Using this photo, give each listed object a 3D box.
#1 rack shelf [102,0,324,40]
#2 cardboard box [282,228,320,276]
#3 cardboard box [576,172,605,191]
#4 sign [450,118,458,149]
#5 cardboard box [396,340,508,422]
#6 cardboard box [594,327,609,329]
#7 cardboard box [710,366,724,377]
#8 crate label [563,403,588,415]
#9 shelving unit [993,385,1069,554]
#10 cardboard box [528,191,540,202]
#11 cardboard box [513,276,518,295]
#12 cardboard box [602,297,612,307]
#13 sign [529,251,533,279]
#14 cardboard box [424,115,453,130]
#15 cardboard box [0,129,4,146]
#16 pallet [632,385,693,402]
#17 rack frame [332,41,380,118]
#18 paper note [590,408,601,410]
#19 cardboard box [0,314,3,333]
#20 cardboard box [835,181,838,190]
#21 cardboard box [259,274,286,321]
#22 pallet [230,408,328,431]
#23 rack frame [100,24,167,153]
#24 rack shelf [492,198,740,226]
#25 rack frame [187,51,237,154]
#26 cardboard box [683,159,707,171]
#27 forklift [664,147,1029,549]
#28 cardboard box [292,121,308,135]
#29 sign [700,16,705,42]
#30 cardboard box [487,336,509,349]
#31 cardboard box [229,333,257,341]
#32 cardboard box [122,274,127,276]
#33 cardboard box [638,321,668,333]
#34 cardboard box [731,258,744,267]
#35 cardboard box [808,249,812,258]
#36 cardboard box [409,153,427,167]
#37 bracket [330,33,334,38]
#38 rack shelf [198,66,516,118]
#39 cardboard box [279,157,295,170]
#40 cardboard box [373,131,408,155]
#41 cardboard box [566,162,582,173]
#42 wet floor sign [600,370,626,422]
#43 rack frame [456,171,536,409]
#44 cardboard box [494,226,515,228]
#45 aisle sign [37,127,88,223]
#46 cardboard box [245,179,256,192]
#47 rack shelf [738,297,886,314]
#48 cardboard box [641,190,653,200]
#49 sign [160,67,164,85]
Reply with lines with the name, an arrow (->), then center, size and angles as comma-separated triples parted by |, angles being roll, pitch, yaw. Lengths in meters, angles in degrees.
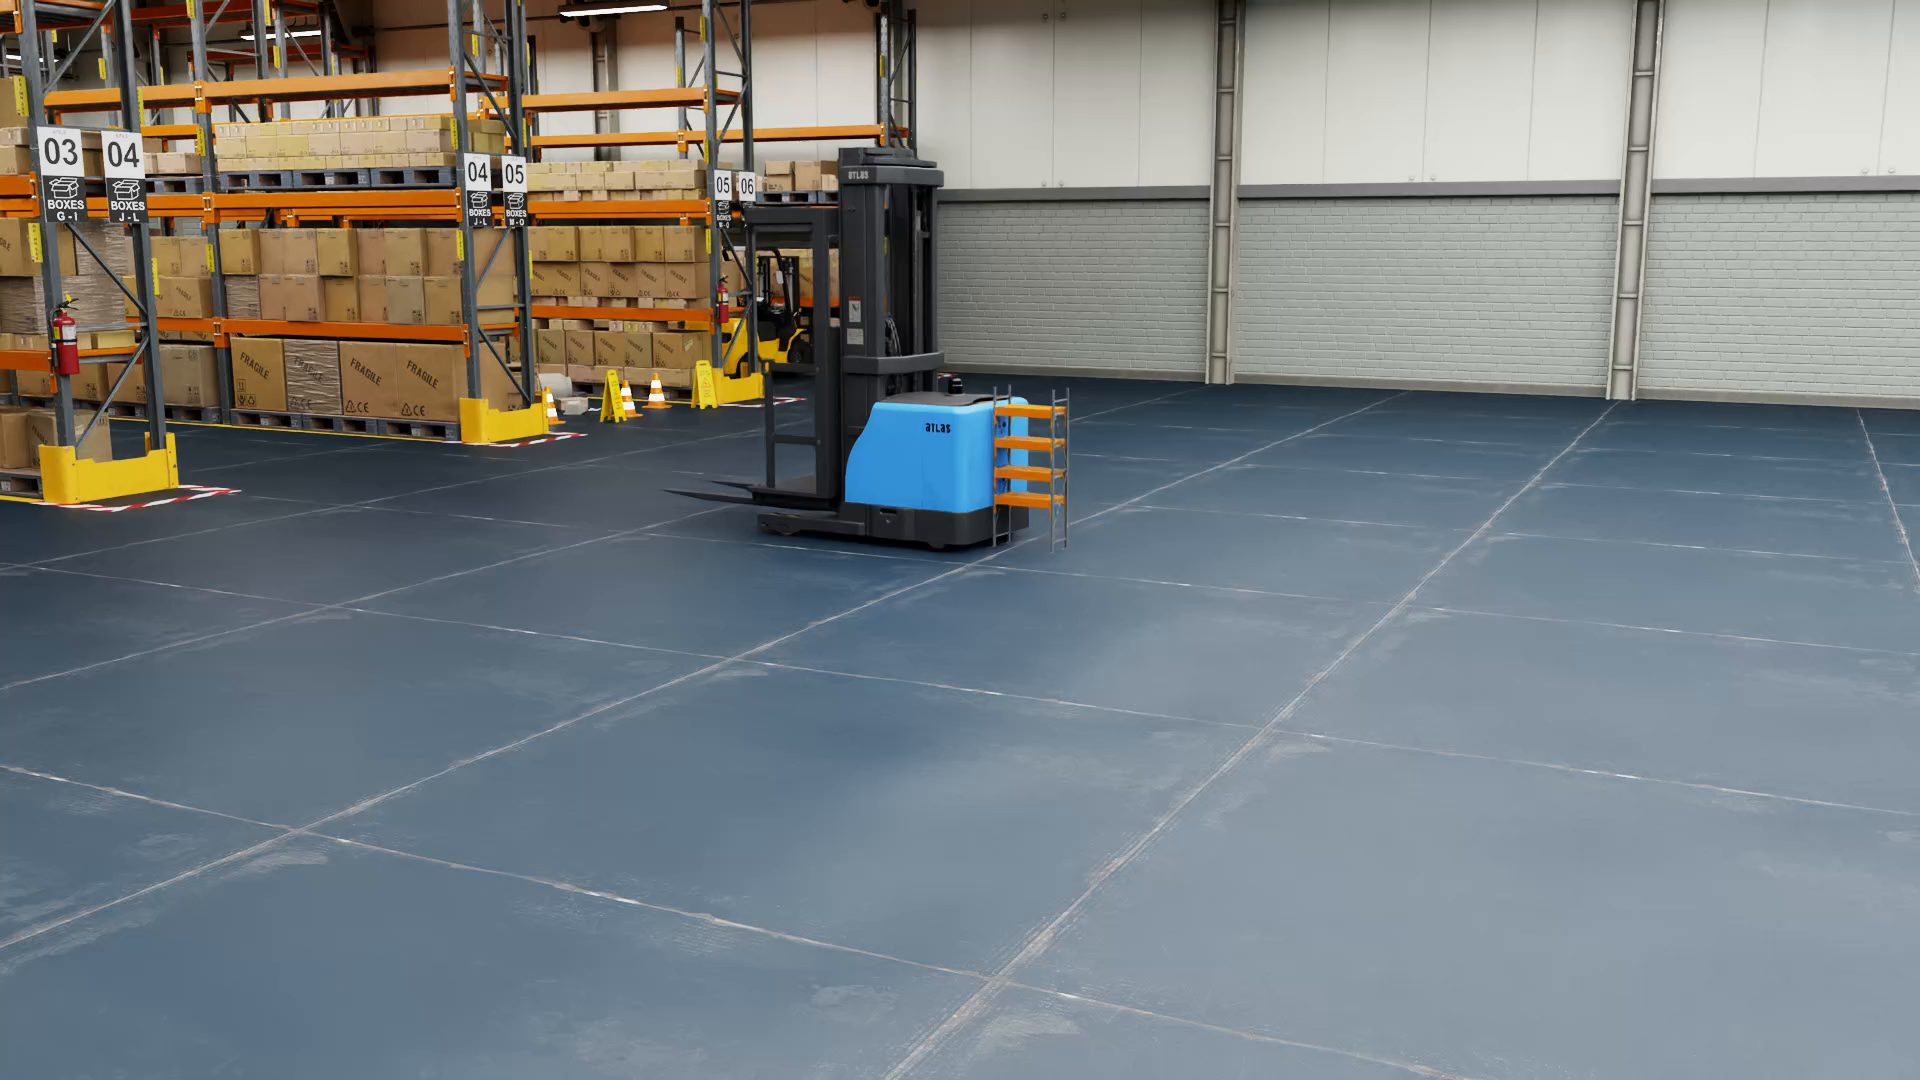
rack shelf -> -12.160, -8.488, 27.047 | 4.000, 0.370, 1.077 | 5, 11, 26
cardboard box -> -7.595, -3.464, 19.995 | 0.550, 0.550, 0.875 | 5, 11, 26
cardboard box -> -5.142, -5.131, 23.823 | 0.500, 0.250, 0.500 | 5, 11, 26
sign -> -5.544, -4.455, 18.235 | 0.005, 0.325, 0.100 | 5, 11, 26
cardboard box -> -5.929, -1.872, 19.436 | 0.875, 0.875, 0.875 | 5, 11, 26
cardboard box -> -5.215, -2.920, 24.879 | 0.500, 0.500, 0.500 | 6, 12, 29
cardboard box -> -3.793, -2.427, 24.262 | 0.500, 0.250, 0.500 | 5, 11, 25
crate label -> -5.067, -1.733, 21.923 | 0.298, 0.136, 0.250 | -1, 10, -4
shelving unit -> 0.521, -0.526, 12.267 | 0.503, 1.200, 0.258 | 6, 12, 31
cardboard box -> -6.127, -5.039, 24.430 | 0.250, 0.149, 0.380 | 5, 11, 26
cardboard box -> -6.508, -3.898, 24.728 | 0.500, 0.500, 0.500 | 5, 11, 26
cardboard box -> -4.984, -3.461, 24.138 | 0.250, 0.149, 0.380 | 5, 11, 26
sign -> -5.040, -3.221, 19.450 | 0.005, 0.325, 0.100 | 5, 11, 26
cardboard box -> -5.744, -4.641, 18.532 | 0.250, 0.149, 0.380 | 5, 11, 26
cardboard box -> -8.145, -3.493, 14.487 | 0.250, 0.149, 0.380 | 5, 11, 24
pallet -> -3.973, -2.170, 24.125 | 1.213, 0.211, 1.003 | 5, 11, 26
rack frame -> -11.760, -8.157, 32.531 | 0.127, 3.000, 1.000 | 5, 11, 26
paper note -> -4.920, -1.762, 22.378 | 0.142, 0.019, 0.148 | 1, 10, 6
cardboard box -> -8.559, -2.147, 15.054 | 0.500, 0.500, 0.875 | 5, 11, 26
cardboard box -> -1.876, -5.884, 27.642 | 0.250, 0.149, 0.380 | 5, 11, 24
cardboard box -> -8.039, -2.990, 20.405 | 0.550, 0.550, 0.875 | 5, 11, 26
pallet -> -8.231, -1.538, 20.637 | 1.213, 0.211, 1.003 | 5, 11, 26
rack frame -> -13.953, -7.364, 28.149 | 0.127, 3.000, 1.000 | 5, 11, 26
rack shelf -> -4.985, -4.746, 24.127 | 4.000, 0.370, 1.077 | 5, 11, 26
rack frame -> -15.347, -8.472, 34.273 | 0.127, 3.000, 1.000 | 5, 11, 26
cardboard box -> -3.626, -5.190, 23.030 | 0.250, 0.149, 0.380 | 5, 11, 26
forklift -> -0.989, -1.546, 13.041 | 3.031, 2.935, 1.130 | 6, 12, 31
cardboard box -> -7.560, -4.800, 19.415 | 0.250, 0.149, 0.380 | 5, 11, 26
sign -> -3.456, -6.869, 22.346 | 0.005, 0.325, 0.100 | 5, 11, 26
cardboard box -> -8.647, -3.865, 31.504 | 0.500, 0.500, 0.500 | 5, 12, 27
cardboard box -> -11.747, -3.396, 27.860 | 0.875, 0.875, 0.875 | 5, 11, 27
cardboard box -> -10.694, -3.682, 21.565 | 0.500, 0.500, 0.700 | 5, 11, 25
cardboard box -> -4.384, -3.048, 23.761 | 0.250, 0.149, 0.380 | 5, 12, 27
cardboard box -> -3.749, -4.808, 28.772 | 0.250, 0.149, 0.380 | 5, 12, 27
cardboard box -> -2.368, -4.834, 28.077 | 0.250, 0.149, 0.380 | 5, 12, 27
cardboard box -> -5.965, -4.268, 18.712 | 0.250, 0.149, 0.380 | 5, 11, 26
bracket -> -12.515, -10.103, 33.177 | 0.430, 0.232, 0.235 | 5, 11, 26
rack shelf -> -7.085, -5.226, 19.483 | 4.000, 0.370, 1.077 | 5, 11, 26
cardboard box -> -7.789, -4.428, 19.597 | 0.250, 0.149, 0.380 | 5, 11, 25
cardboard box -> -6.302, -4.506, 18.905 | 0.500, 0.250, 0.500 | 5, 11, 26
cardboard box -> -5.449, -5.355, 23.941 | 0.250, 0.149, 0.380 | 5, 11, 25
wet floor sign -> -4.389, -1.823, 20.991 | 0.232, 0.644, 0.267 | 3, 11, 16
rack frame -> -5.291, -2.668, 19.047 | 0.127, 3.000, 1.000 | 5, 11, 26
cardboard box -> -6.480, -4.400, 24.693 | 0.500, 0.500, 0.700 | 5, 11, 25
aisle sign -> -7.654, -3.110, 14.191 | 0.004, 0.787, 0.394 | 5, 11, 26
cardboard box -> -11.338, -5.876, 26.892 | 0.500, 0.500, 0.700 | 4, 11, 23
rack shelf -> -2.792, -4.063, 28.776 | 4.000, 0.370, 1.077 | 5, 11, 26
cardboard box -> -4.294, -4.873, 23.517 | 0.250, 0.149, 0.380 | 5, 11, 26
sign -> -13.724, -7.950, 28.543 | 0.005, 0.325, 0.100 | 5, 11, 26
